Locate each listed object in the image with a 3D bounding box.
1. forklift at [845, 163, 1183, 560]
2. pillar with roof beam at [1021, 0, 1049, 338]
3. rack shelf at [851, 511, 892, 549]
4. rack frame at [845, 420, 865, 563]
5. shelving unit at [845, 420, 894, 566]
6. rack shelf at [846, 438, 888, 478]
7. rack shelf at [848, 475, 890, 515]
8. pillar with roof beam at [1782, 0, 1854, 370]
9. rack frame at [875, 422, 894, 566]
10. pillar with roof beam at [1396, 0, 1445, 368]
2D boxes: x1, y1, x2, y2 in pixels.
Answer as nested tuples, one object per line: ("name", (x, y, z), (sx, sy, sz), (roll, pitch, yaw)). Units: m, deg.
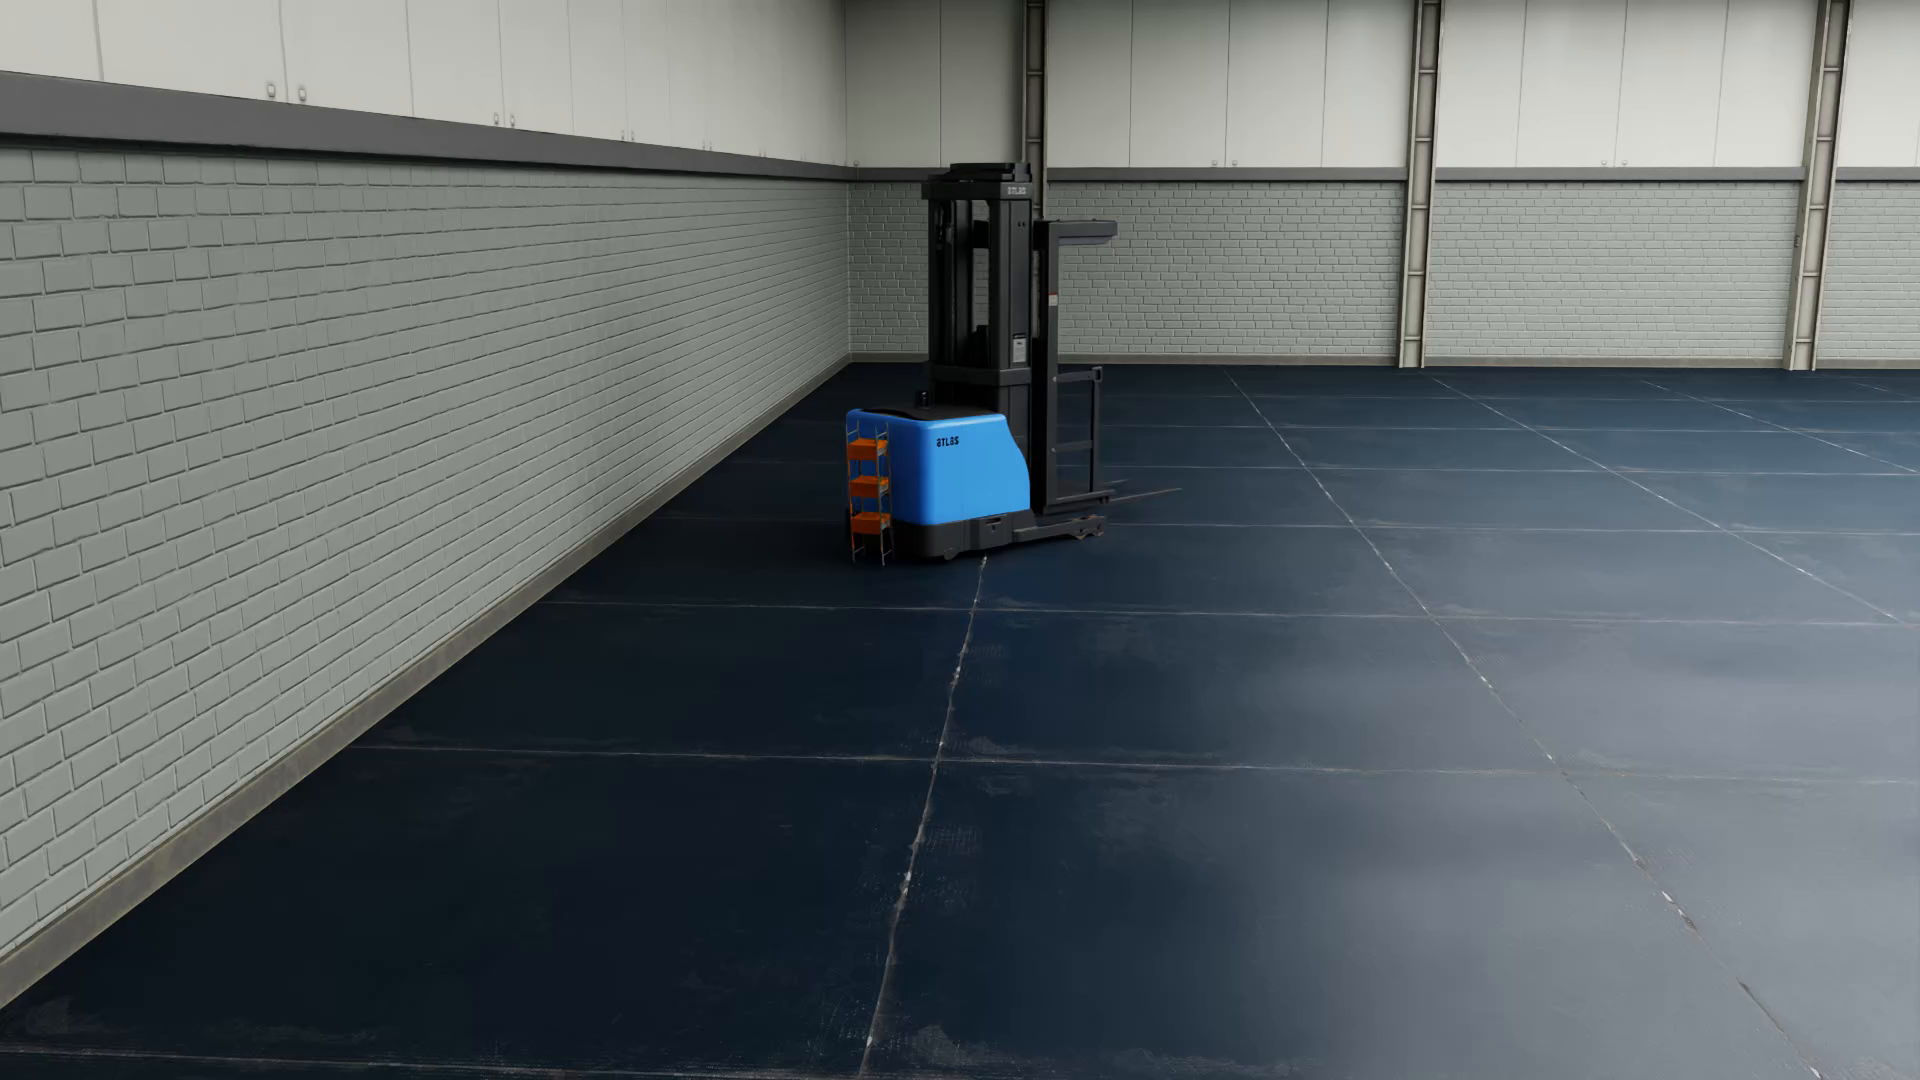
("forklift", (0.553, -1.511, 13.333), (3.031, 2.935, 1.130), (-10, 15, -40))
("pillar with roof beam", (0.883, -6.368, 21.734), (0.400, 9.000, 9.100), (1, 12, 4))
("rack shelf", (-0.657, -0.074, 12.418), (0.240, 0.259, 0.215), (5, 18, 23))
("rack frame", (-0.780, -0.360, 12.383), (0.008, 1.050, 0.200), (5, 18, 23))
("shelving unit", (-0.668, -0.350, 12.336), (0.252, 1.050, 0.215), (5, 18, 23))
("rack shelf", (-0.678, -0.612, 12.259), (0.240, 0.259, 0.215), (5, 18, 23))
("rack shelf", (-0.667, -0.340, 12.339), (0.240, 0.259, 0.215), (5, 18, 23))
("pillar with roof beam", (12.857, -6.204, 20.949), (0.400, 9.000, 9.100), (1, 12, 4))
("rack frame", (-0.556, -0.340, 12.289), (0.008, 1.050, 0.200), (5, 18, 23))
("pillar with roof beam", (6.870, -6.286, 21.341), (0.400, 9.000, 9.100), (1, 12, 4))
